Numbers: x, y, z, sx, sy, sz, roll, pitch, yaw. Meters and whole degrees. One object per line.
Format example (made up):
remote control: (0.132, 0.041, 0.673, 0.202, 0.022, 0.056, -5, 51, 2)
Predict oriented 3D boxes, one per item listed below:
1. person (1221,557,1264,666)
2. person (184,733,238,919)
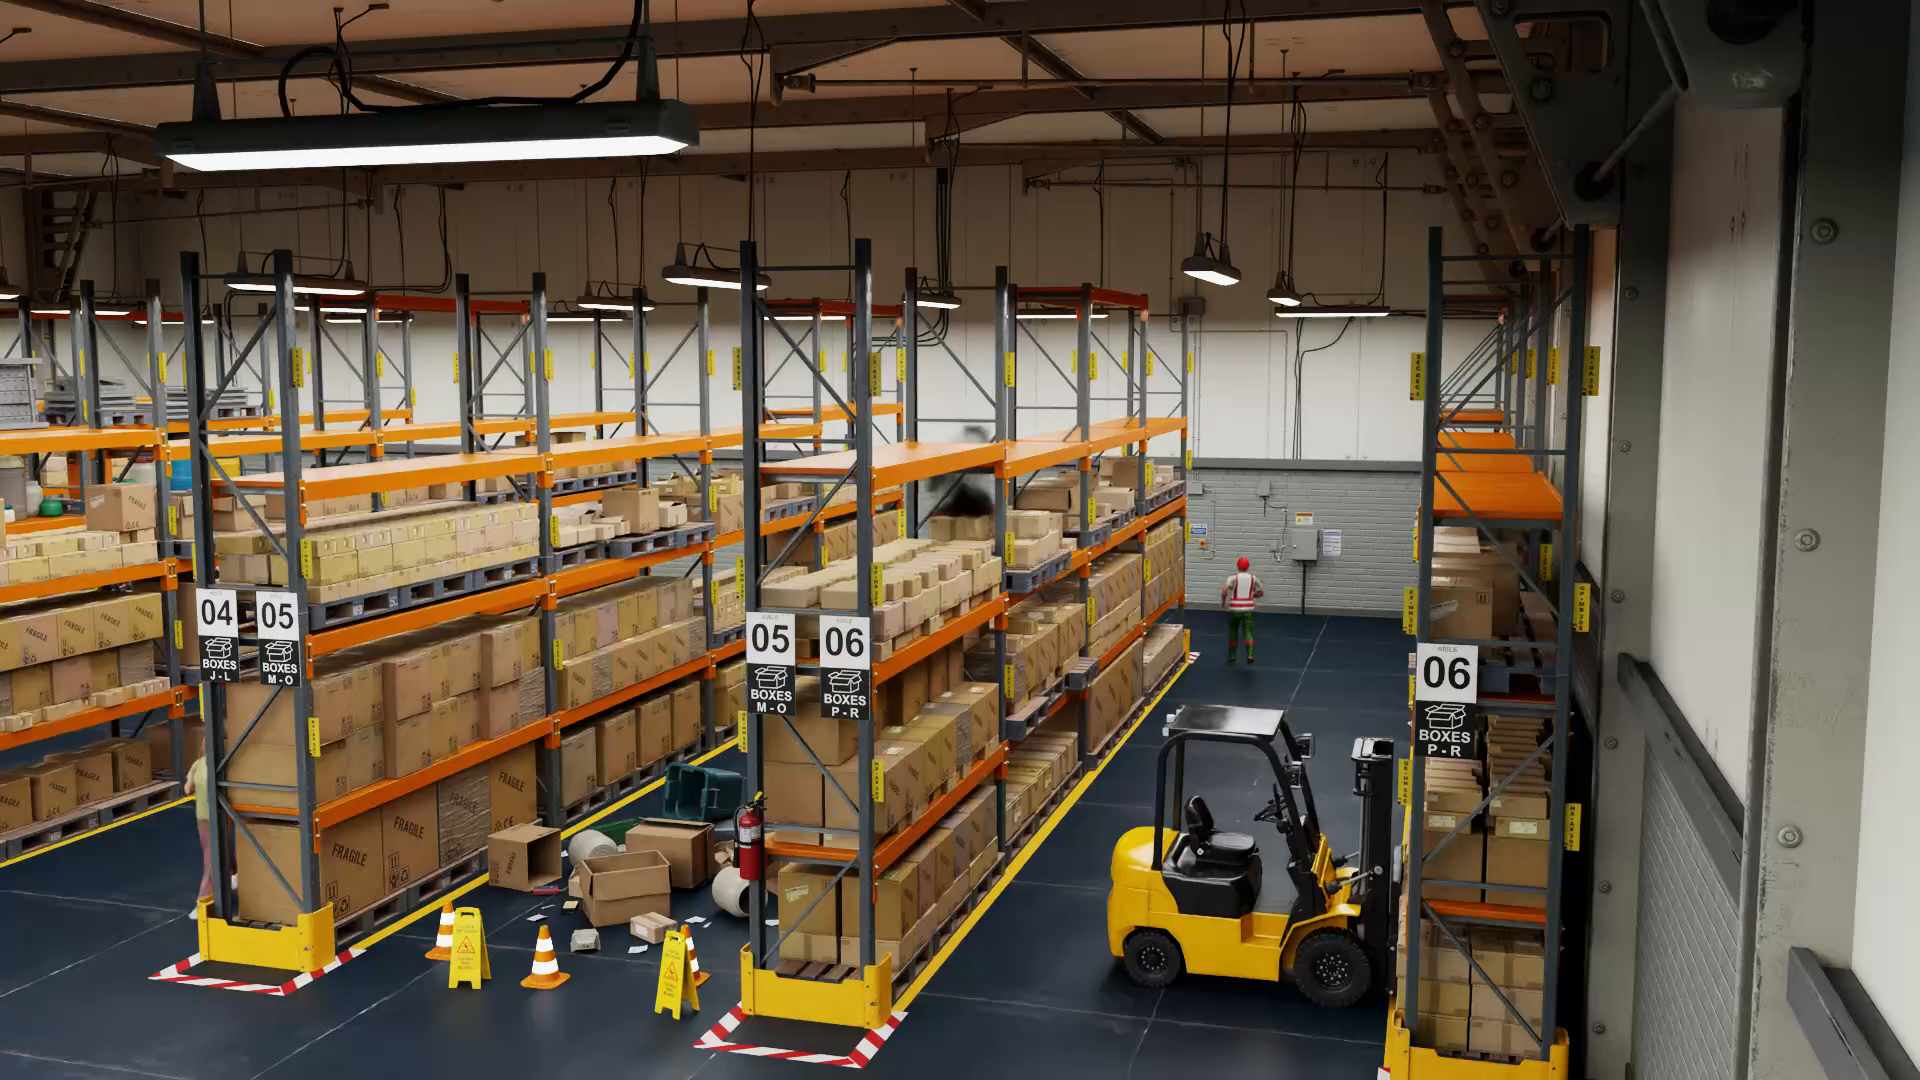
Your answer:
person: (4.643, 1.184, 27.425, 0.712, 1.807, 0.949, 0, 6, 0)
person: (-6.940, 2.582, 15.506, 0.574, 1.653, 0.970, 1, 7, 12)
